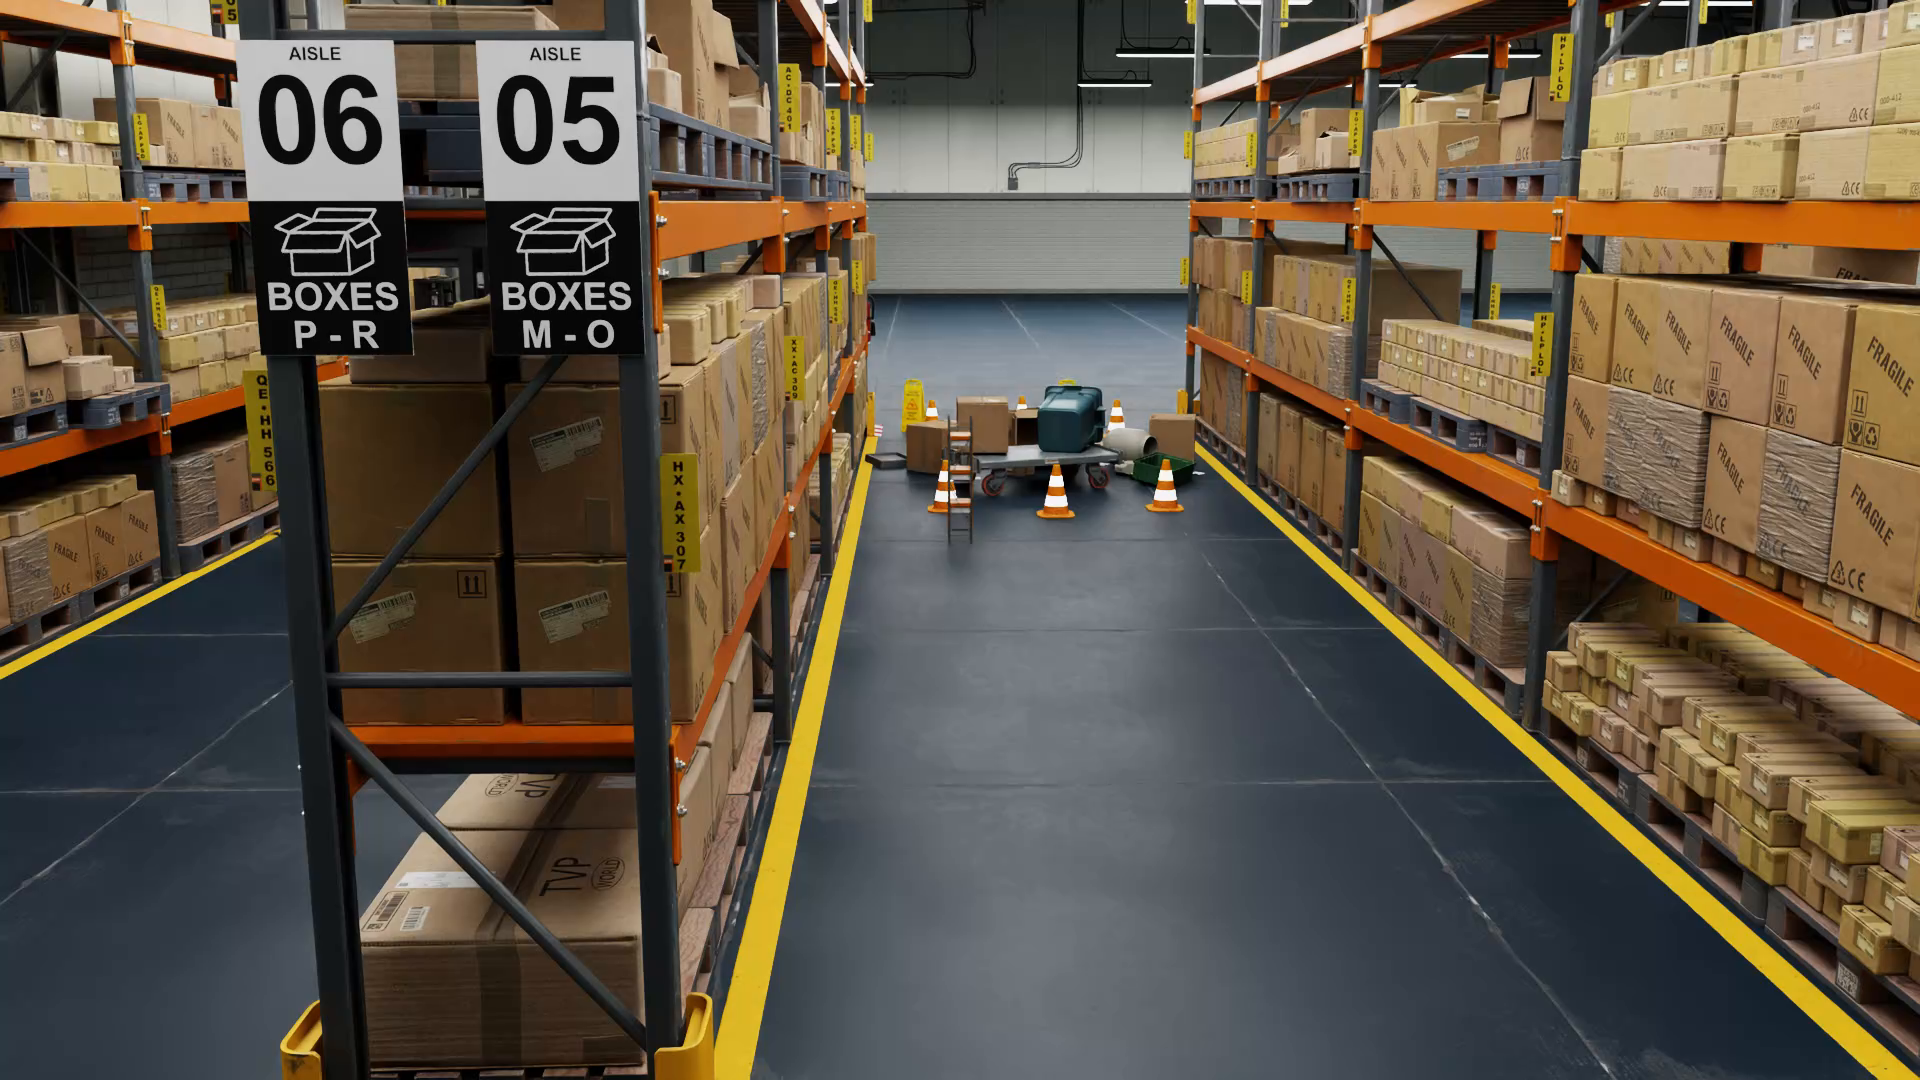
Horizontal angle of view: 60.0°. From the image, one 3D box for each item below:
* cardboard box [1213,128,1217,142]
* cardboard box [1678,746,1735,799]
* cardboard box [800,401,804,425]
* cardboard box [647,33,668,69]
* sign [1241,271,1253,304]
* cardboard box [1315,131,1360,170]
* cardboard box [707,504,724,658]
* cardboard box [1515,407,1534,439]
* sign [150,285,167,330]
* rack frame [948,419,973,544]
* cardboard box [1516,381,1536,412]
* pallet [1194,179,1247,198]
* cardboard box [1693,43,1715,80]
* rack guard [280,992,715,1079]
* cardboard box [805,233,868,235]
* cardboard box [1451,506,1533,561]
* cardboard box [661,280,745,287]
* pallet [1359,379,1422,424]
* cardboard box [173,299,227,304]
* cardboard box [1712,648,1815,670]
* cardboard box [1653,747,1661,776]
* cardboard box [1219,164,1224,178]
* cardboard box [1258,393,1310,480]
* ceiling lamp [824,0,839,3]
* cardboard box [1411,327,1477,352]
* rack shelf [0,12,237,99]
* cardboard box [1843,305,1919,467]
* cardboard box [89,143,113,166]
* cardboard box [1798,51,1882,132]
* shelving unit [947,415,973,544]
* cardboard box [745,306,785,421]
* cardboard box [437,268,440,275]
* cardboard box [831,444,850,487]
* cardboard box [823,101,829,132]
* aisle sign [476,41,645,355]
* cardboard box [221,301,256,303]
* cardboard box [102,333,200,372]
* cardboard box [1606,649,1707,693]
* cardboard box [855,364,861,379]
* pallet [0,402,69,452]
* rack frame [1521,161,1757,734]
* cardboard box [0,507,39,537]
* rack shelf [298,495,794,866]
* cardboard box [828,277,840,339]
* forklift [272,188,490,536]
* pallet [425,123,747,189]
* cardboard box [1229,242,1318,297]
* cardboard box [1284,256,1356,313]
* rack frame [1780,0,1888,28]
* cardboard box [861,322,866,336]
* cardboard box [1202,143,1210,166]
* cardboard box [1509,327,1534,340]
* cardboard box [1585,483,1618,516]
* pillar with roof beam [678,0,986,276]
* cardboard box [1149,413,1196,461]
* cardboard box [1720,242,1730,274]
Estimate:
[{"bbox_3d":[3.021,-4.500,18.472,0.380,0.149,0.250,0,11,-2],"label":"cardboard box"},{"bbox_3d":[3.285,0.982,7.039,0.380,0.149,0.250,0,11,-1],"label":"cardboard box"},{"bbox_3d":[-1.158,-0.766,9.410,0.500,0.250,0.500,0,11,0],"label":"cardboard box"},{"bbox_3d":[-1.291,-1.586,5.705,0.500,0.311,0.500,0,11,0],"label":"cardboard box"},{"bbox_3d":[2.834,-2.494,16.429,0.100,0.325,0.005,0,11,-1],"label":"sign"},{"bbox_3d":[3.150,-3.126,13.294,0.500,0.311,0.500,0,11,-1],"label":"cardboard box"},{"bbox_3d":[-1.071,0.147,5.540,0.500,0.500,0.500,0,11,-2],"label":"cardboard box"},{"bbox_3d":[3.342,-0.655,9.320,0.380,0.149,0.250,0,11,-1],"label":"cardboard box"},{"bbox_3d":[-5.895,-1.709,12.226,0.100,0.325,0.005,0,11,-1],"label":"sign"},{"bbox_3d":[0.004,-0.480,13.783,0.200,1.050,0.008,0,11,-1],"label":"rack frame"},{"bbox_3d":[3.342,-0.802,9.295,0.380,0.149,0.250,0,11,-1],"label":"cardboard box"},{"bbox_3d":[3.332,-4.107,19.439,1.003,0.211,1.213,0,11,-1],"label":"pallet"},{"bbox_3d":[3.338,-2.014,7.014,0.380,0.149,0.250,-1,11,-3],"label":"cardboard box"},{"bbox_3d":[-1.309,1.623,4.804,1.175,0.500,0.348,0,11,-1],"label":"rack guard"},{"bbox_3d":[-1.408,-3.271,19.125,0.700,0.500,0.500,0,11,-1],"label":"cardboard box"},{"bbox_3d":[3.289,-0.040,10.058,0.500,0.250,0.500,0,11,2],"label":"cardboard box"},{"bbox_3d":[-1.175,-1.097,7.524,0.380,0.149,0.250,0,11,-1],"label":"cardboard box"},{"bbox_3d":[3.593,-1.003,11.940,1.213,0.211,1.003,0,11,-1],"label":"pallet"},{"bbox_3d":[-6.764,-2.064,14.806,0.380,0.149,0.250,0,11,-1],"label":"cardboard box"},{"bbox_3d":[3.879,0.627,8.043,0.380,0.149,0.250,0,11,-2],"label":"cardboard box"},{"bbox_3d":[3.399,1.028,7.562,0.380,0.149,0.250,-1,11,-4],"label":"cardboard box"},{"bbox_3d":[3.030,-4.009,18.057,0.380,0.149,0.250,0,11,-1],"label":"cardboard box"},{"bbox_3d":[3.492,-1.013,16.112,1.050,0.750,0.750,0,11,-1],"label":"cardboard box"},{"bbox_3d":[-2.895,-9.931,25.696,2.000,3.185,0.800,0,11,-1],"label":"ceiling lamp"},{"bbox_3d":[3.302,-1.365,11.321,0.380,0.149,0.250,-1,11,-4],"label":"cardboard box"},{"bbox_3d":[-6.479,-3.965,13.788,1.077,0.370,4.000,0,11,-1],"label":"rack shelf"},{"bbox_3d":[3.369,-0.523,5.579,0.500,0.500,0.500,-1,11,-3],"label":"cardboard box"},{"bbox_3d":[-6.189,-2.699,11.648,0.380,0.149,0.250,0,11,0],"label":"cardboard box"},{"bbox_3d":[3.354,-1.583,5.894,0.500,0.250,0.500,0,11,0],"label":"cardboard box"},{"bbox_3d":[0.001,-0.504,13.902,0.215,1.050,0.252,0,11,-1],"label":"shelving unit"},{"bbox_3d":[-1.106,-0.849,7.932,0.500,0.500,0.500,0,11,-2],"label":"cardboard box"},{"bbox_3d":[-6.385,-3.209,19.701,0.380,0.149,0.250,0,11,-1],"label":"cardboard box"},{"bbox_3d":[-1.526,-0.663,15.338,0.950,0.372,0.625,0,11,2],"label":"cardboard box"},{"bbox_3d":[-1.316,-2.850,11.701,0.797,0.503,0.637,-1,12,-5],"label":"cardboard box"},{"bbox_3d":[-1.018,-0.868,4.256,0.394,0.787,0.004,0,11,-1],"label":"aisle sign"},{"bbox_3d":[-6.235,-2.018,14.576,0.380,0.149,0.250,0,11,-1],"label":"cardboard box"},{"bbox_3d":[-6.177,-1.437,12.719,0.500,0.250,0.500,0,11,-1],"label":"cardboard box"},{"bbox_3d":[3.356,0.631,8.020,0.380,0.149,0.250,0,11,-2],"label":"cardboard box"},{"bbox_3d":[-1.255,-1.782,17.640,0.380,0.149,0.250,0,11,1],"label":"cardboard box"},{"bbox_3d":[-6.393,-0.696,10.427,1.003,0.211,1.213,0,11,-1],"label":"pallet"},{"bbox_3d":[3.555,-0.443,8.697,1.000,3.000,0.127,0,11,-1],"label":"rack frame"},{"bbox_3d":[-6.175,-0.114,10.677,0.380,0.149,0.250,-1,11,-4],"label":"cardboard box"},{"bbox_3d":[-1.351,0.348,6.610,1.077,0.370,4.000,0,11,-1],"label":"rack shelf"},{"bbox_3d":[-1.291,-1.997,14.303,0.500,0.500,0.500,-1,11,-3],"label":"cardboard box"},{"bbox_3d":[-3.927,-1.315,13.171,3.031,2.935,1.130,1,11,3],"label":"forklift"},{"bbox_3d":[-1.364,-1.424,6.214,1.003,0.211,1.213,0,11,-1],"label":"pallet"},{"bbox_3d":[3.288,-2.818,17.312,0.875,0.550,0.550,0,11,-1],"label":"cardboard box"},{"bbox_3d":[3.418,-2.371,15.436,0.700,0.500,0.500,0,11,-2],"label":"cardboard box"},{"bbox_3d":[8.350,-4.973,15.941,1.000,3.000,0.127,0,11,-1],"label":"rack frame"},{"bbox_3d":[-1.283,-2.439,19.170,0.380,0.149,0.250,0,11,0],"label":"cardboard box"},{"bbox_3d":[3.072,-4.427,19.115,0.500,0.250,0.500,0,11,-2],"label":"cardboard box"},{"bbox_3d":[3.958,-1.362,11.306,0.380,0.149,0.250,0,11,1],"label":"cardboard box"},{"bbox_3d":[3.313,-0.211,8.187,0.380,0.149,0.250,0,11,1],"label":"cardboard box"},{"bbox_3d":[-3.805,-11.546,48.337,9.100,9.000,0.548,0,11,-1],"label":"pillar with roof beam"},{"bbox_3d":[2.331,-1.114,18.285,0.500,0.500,0.500,2,12,9],"label":"cardboard box"},{"bbox_3d":[8.066,-2.806,16.834,0.500,0.500,0.500,0,11,-1],"label":"cardboard box"}]
